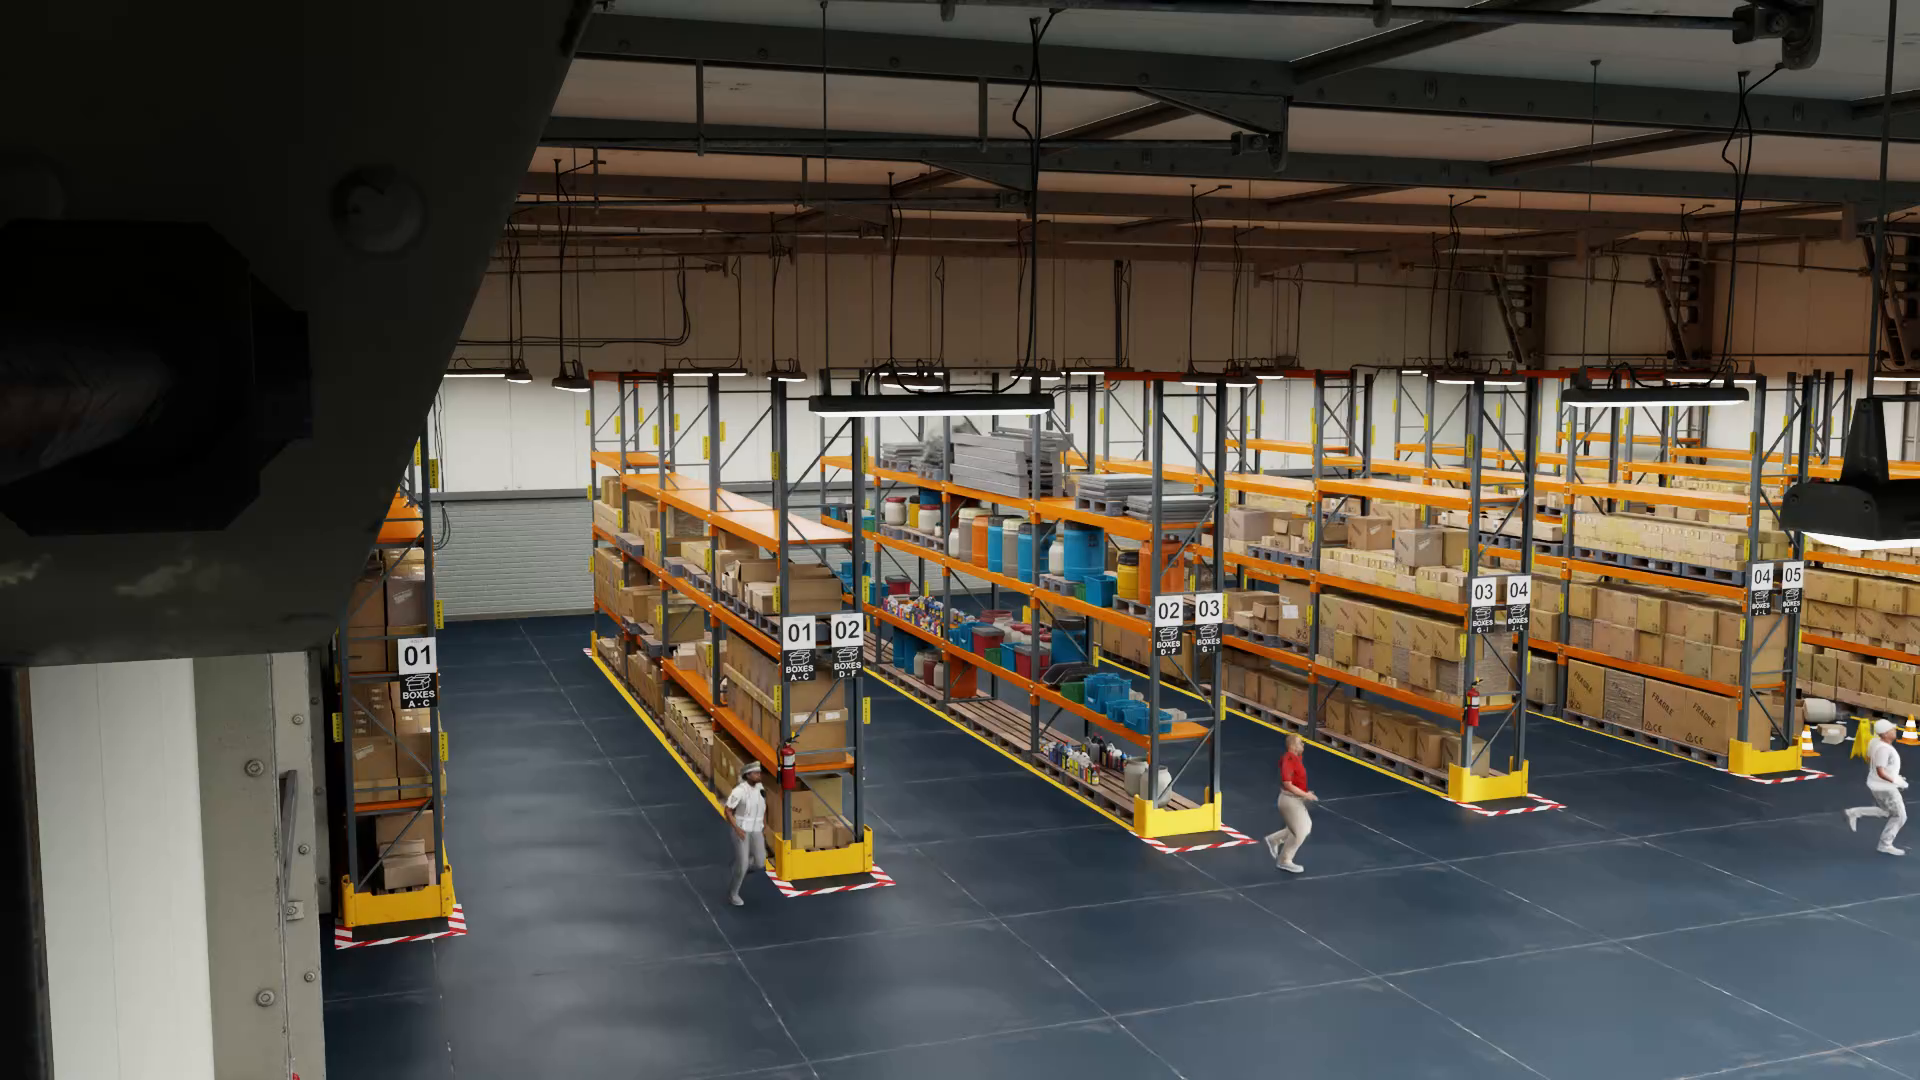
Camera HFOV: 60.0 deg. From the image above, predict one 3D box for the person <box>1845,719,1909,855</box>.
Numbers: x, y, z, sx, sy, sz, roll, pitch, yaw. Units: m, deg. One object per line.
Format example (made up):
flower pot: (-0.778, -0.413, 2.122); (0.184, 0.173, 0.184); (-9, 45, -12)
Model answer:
person: (11.705, 3.130, 21.200); (0.665, 1.722, 0.694); (2, 7, 16)

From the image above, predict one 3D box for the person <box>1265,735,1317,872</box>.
person: (4.076, 3.221, 20.458); (0.624, 1.683, 0.697); (1, 7, 12)

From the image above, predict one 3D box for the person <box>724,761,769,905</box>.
person: (-2.459, 3.379, 19.357); (0.627, 1.640, 0.518); (-6, 9, -43)
